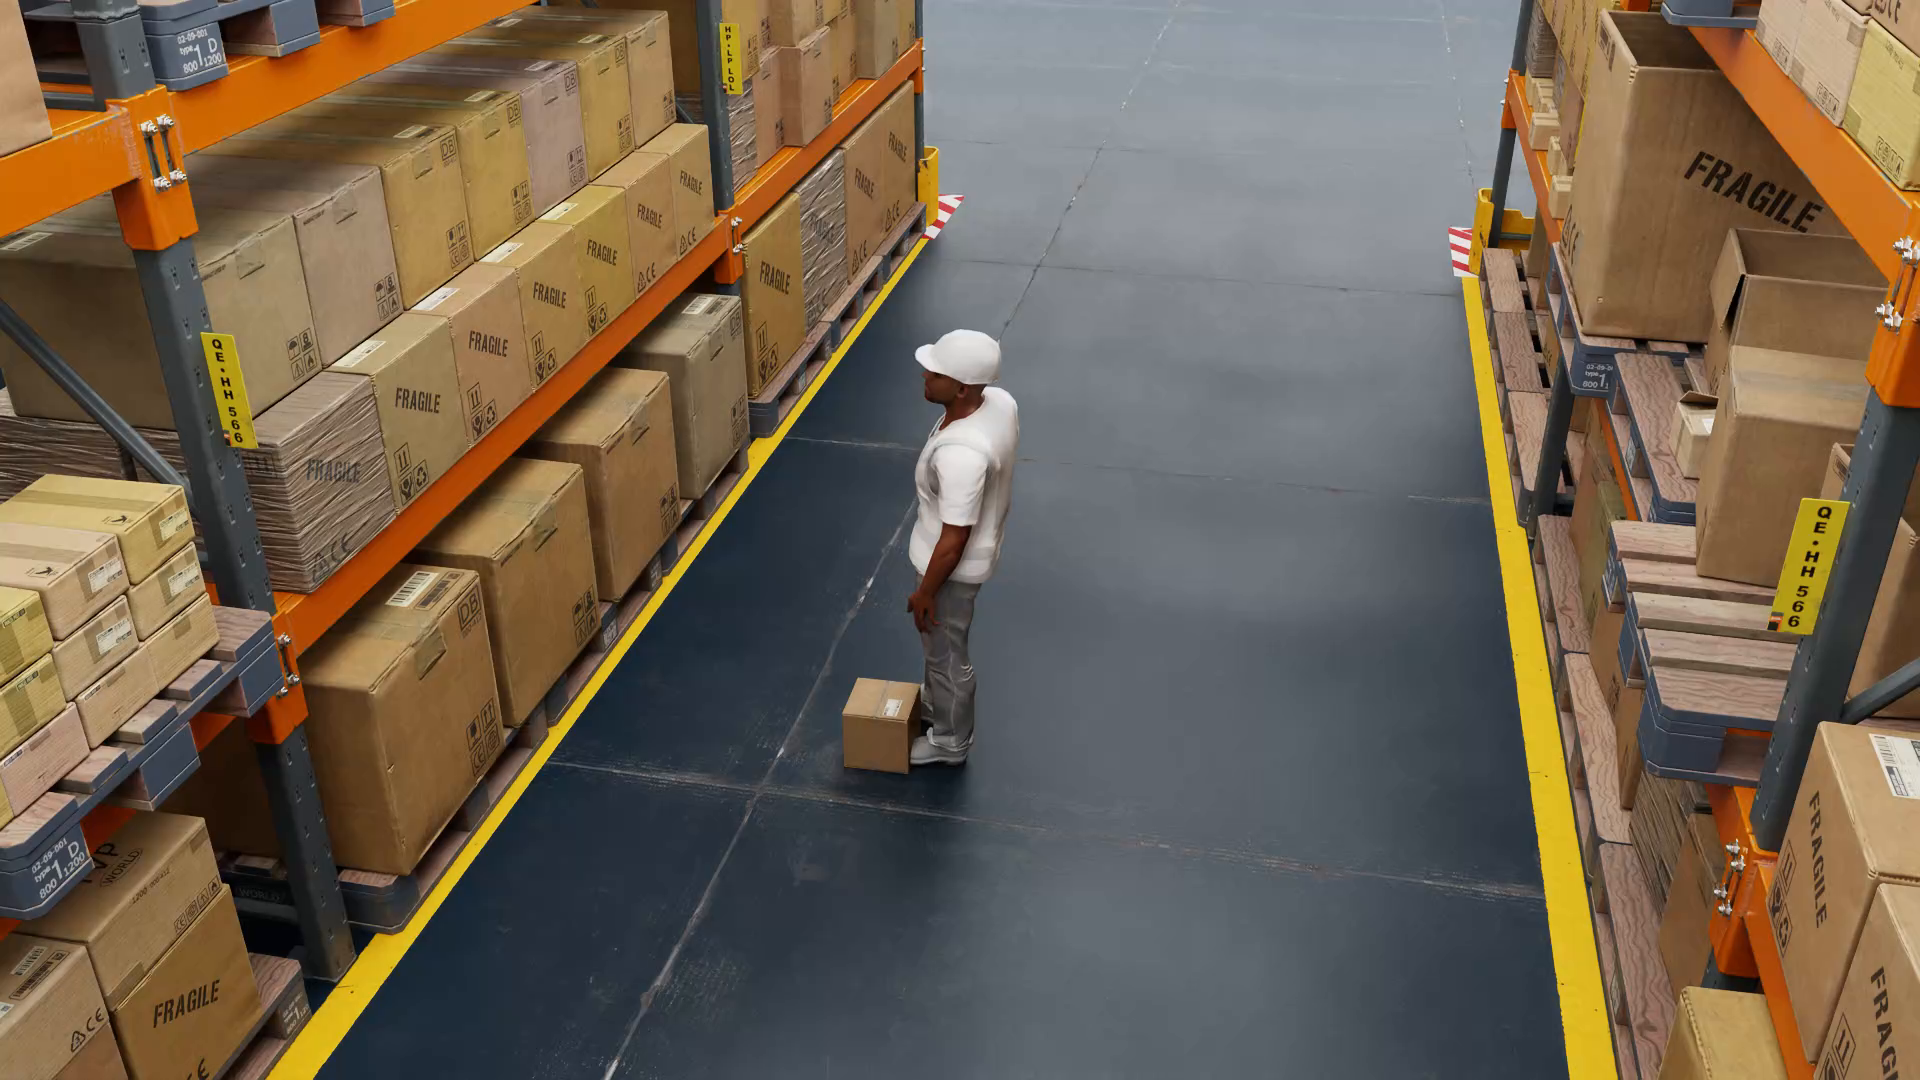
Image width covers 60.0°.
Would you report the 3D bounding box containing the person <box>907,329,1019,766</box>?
[{"bbox_3d":[-0.096,0.046,5.997,0.574,1.768,0.665,6,29,11],"label":"person"}]
